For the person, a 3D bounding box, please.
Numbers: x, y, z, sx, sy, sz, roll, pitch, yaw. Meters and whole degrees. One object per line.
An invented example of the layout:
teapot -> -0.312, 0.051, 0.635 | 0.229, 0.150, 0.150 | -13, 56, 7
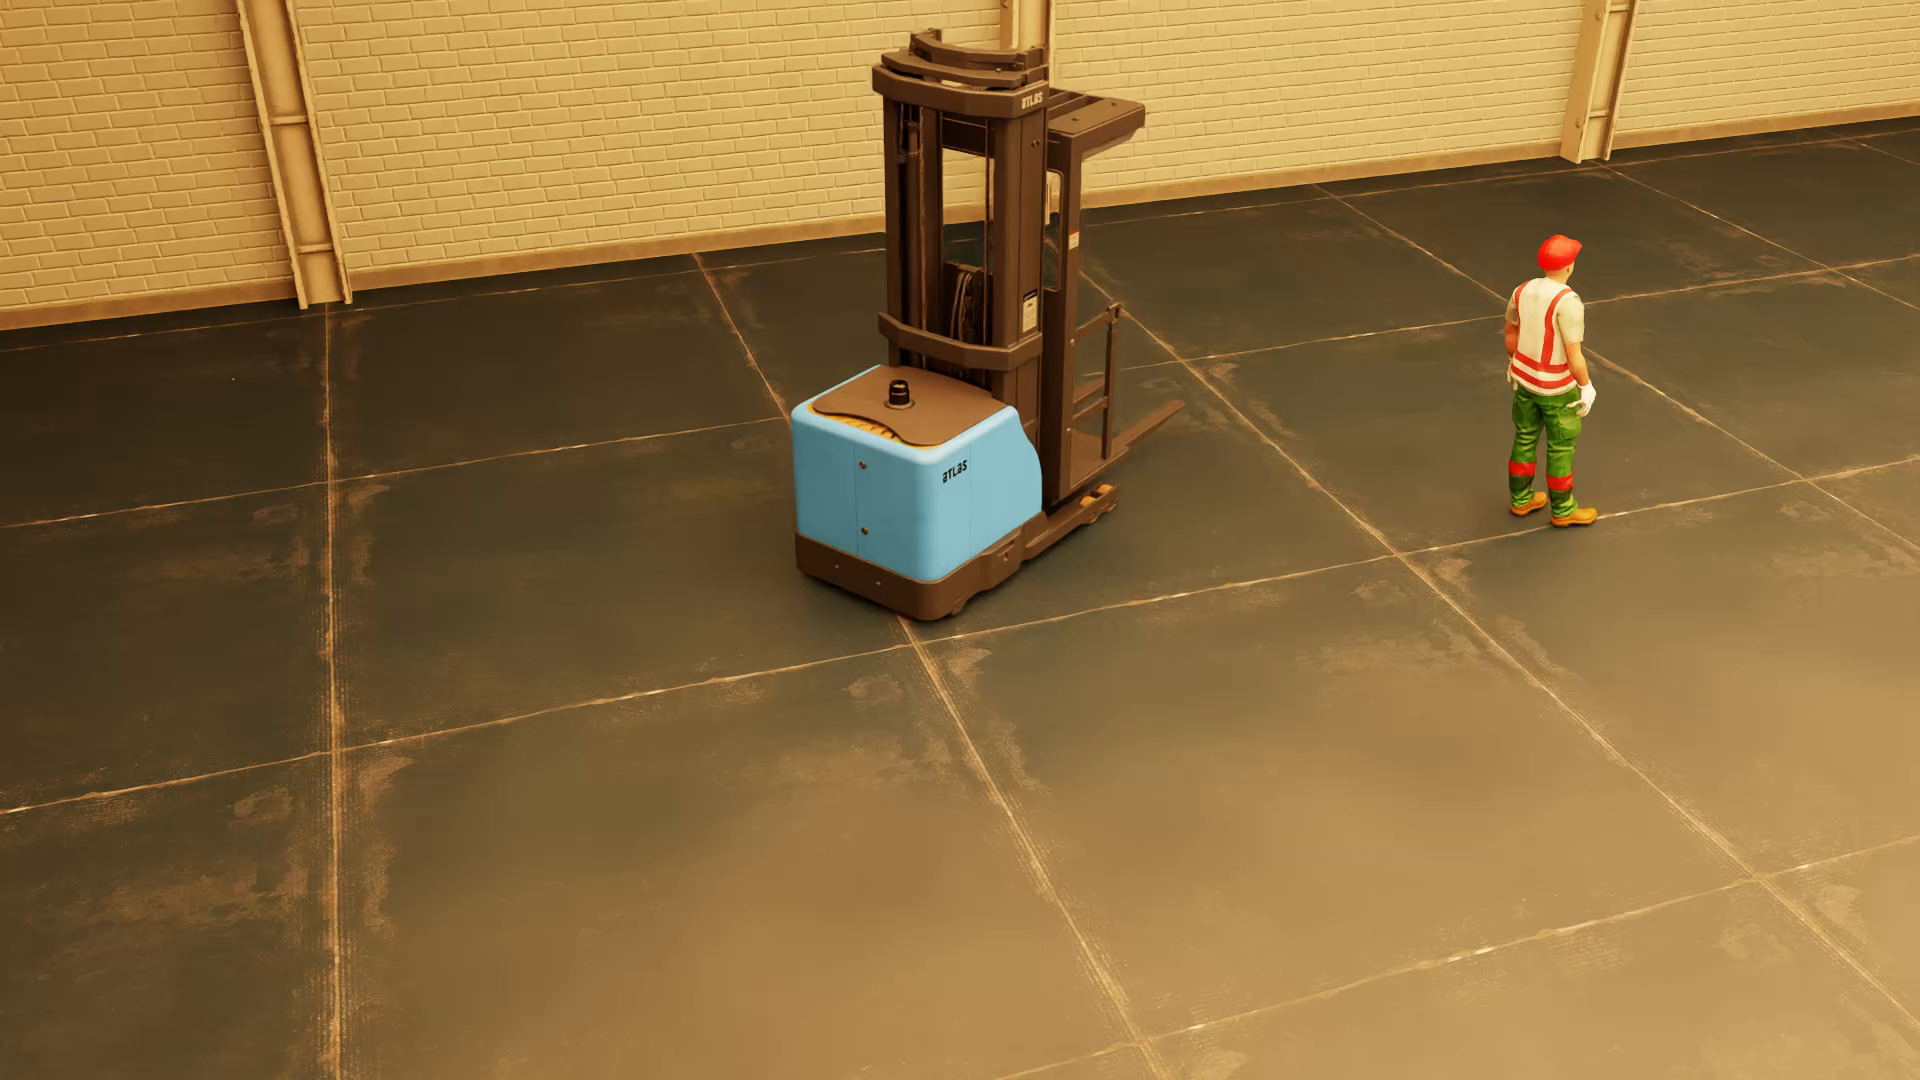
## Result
person -> 3.544, -0.960, 9.886 | 0.564, 1.787, 0.638 | -14, 33, -23

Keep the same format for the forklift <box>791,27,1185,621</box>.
forklift -> 0.340, -1.504, 9.701 | 1.130, 2.935, 3.031 | 21, 36, 32
